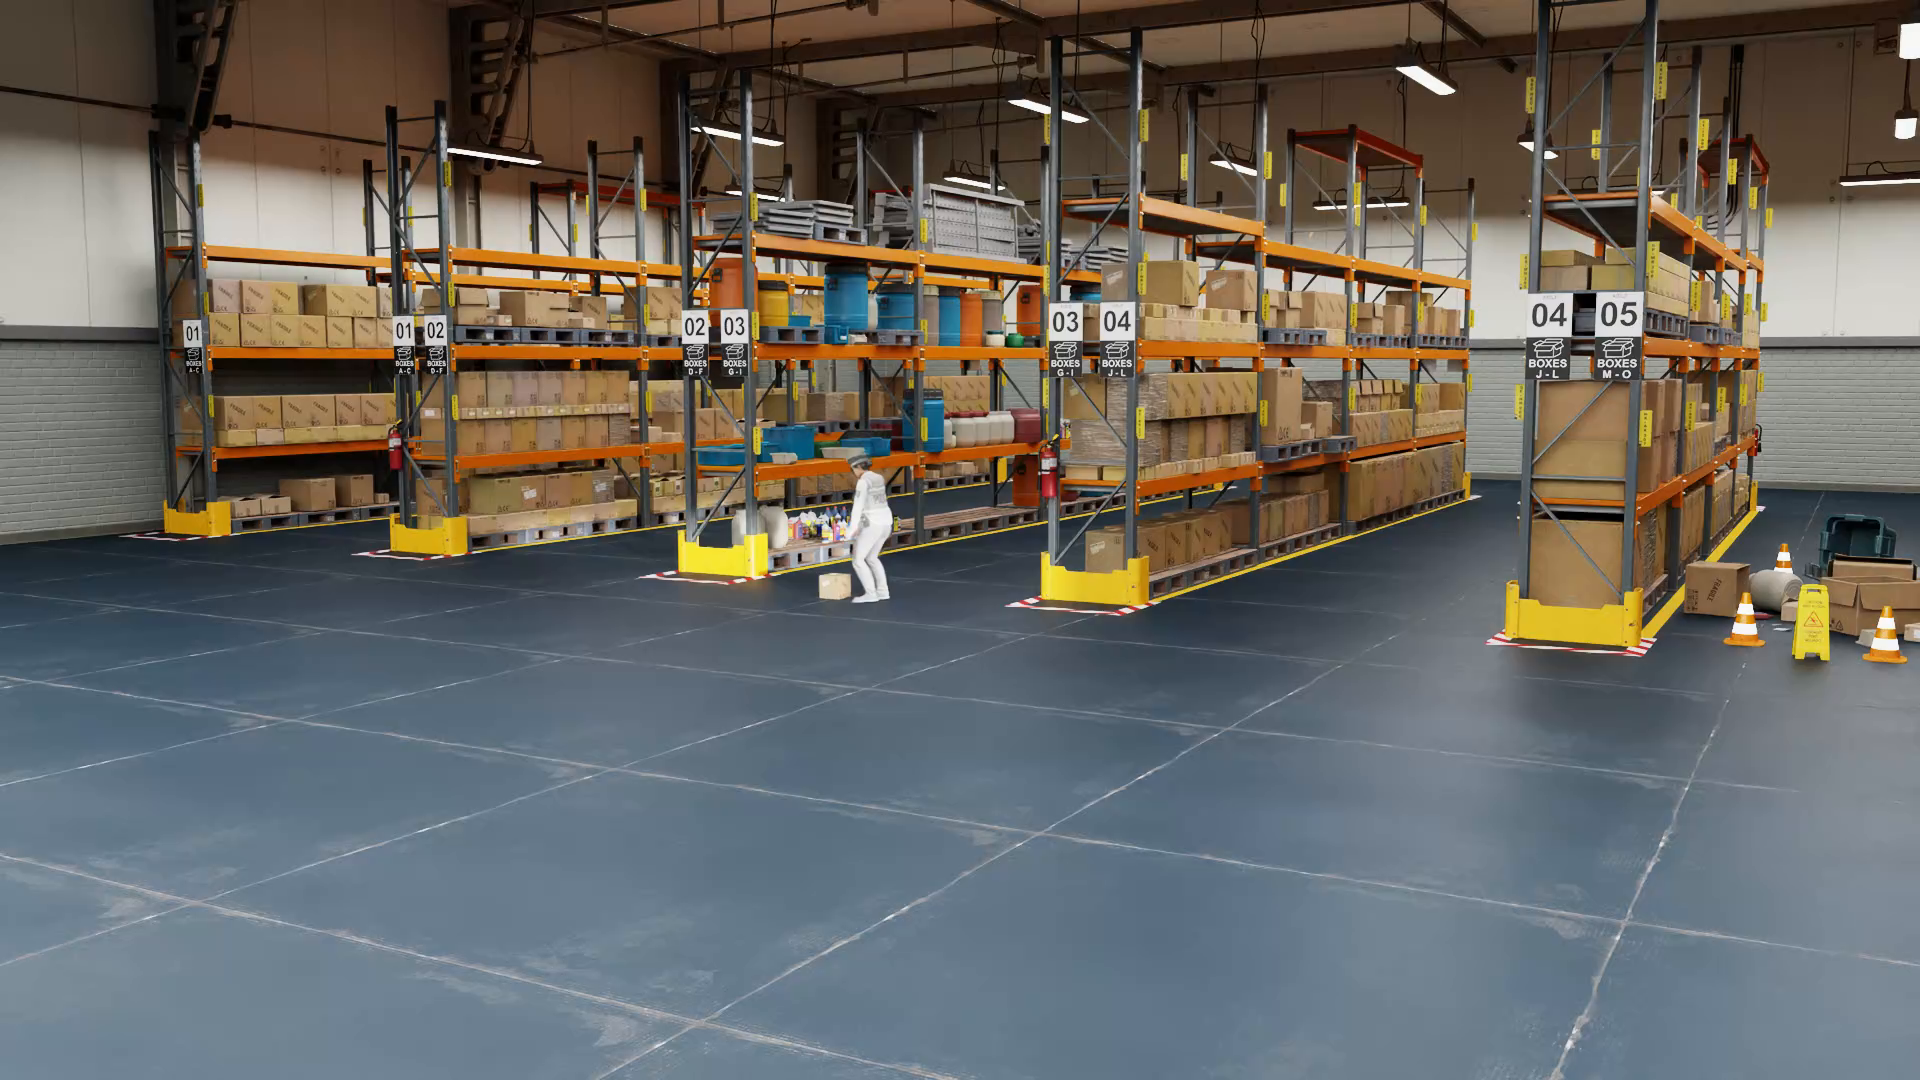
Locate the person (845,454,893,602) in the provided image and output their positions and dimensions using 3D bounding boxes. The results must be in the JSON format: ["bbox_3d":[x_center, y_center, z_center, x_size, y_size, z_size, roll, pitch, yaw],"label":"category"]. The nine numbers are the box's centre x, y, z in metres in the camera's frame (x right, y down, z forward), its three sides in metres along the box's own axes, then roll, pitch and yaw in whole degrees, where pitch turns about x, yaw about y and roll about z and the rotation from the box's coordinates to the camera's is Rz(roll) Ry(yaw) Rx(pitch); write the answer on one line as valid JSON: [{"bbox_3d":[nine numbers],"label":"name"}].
[{"bbox_3d":[-0.991,-0.132,17.957,0.485,1.604,0.508,3,7,30],"label":"person"}]
